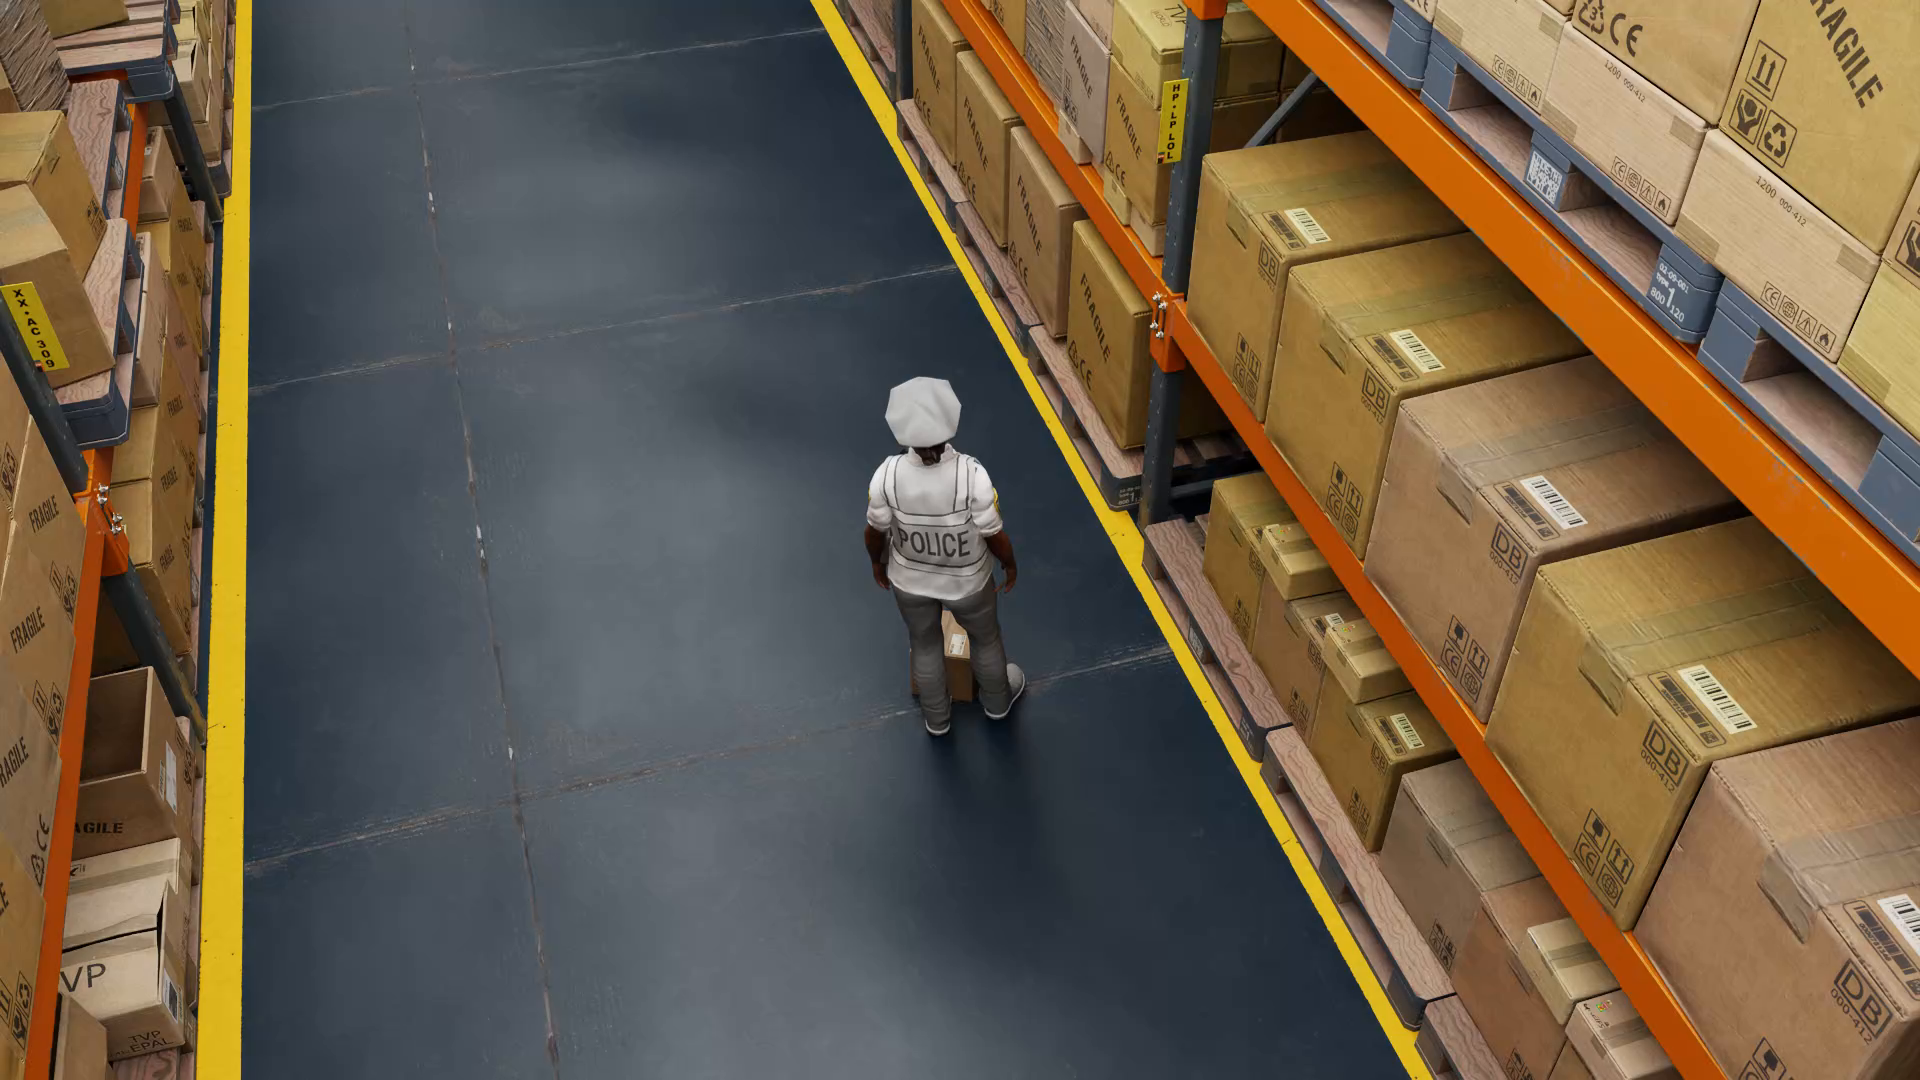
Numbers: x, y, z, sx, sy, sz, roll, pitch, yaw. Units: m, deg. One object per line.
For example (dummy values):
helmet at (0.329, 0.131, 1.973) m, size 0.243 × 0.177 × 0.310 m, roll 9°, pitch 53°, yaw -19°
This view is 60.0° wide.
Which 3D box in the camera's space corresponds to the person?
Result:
person at (-0.045, 0.064, 6.053) m, size 0.569 × 1.694 × 0.530 m, roll 5°, pitch 43°, yaw 6°
